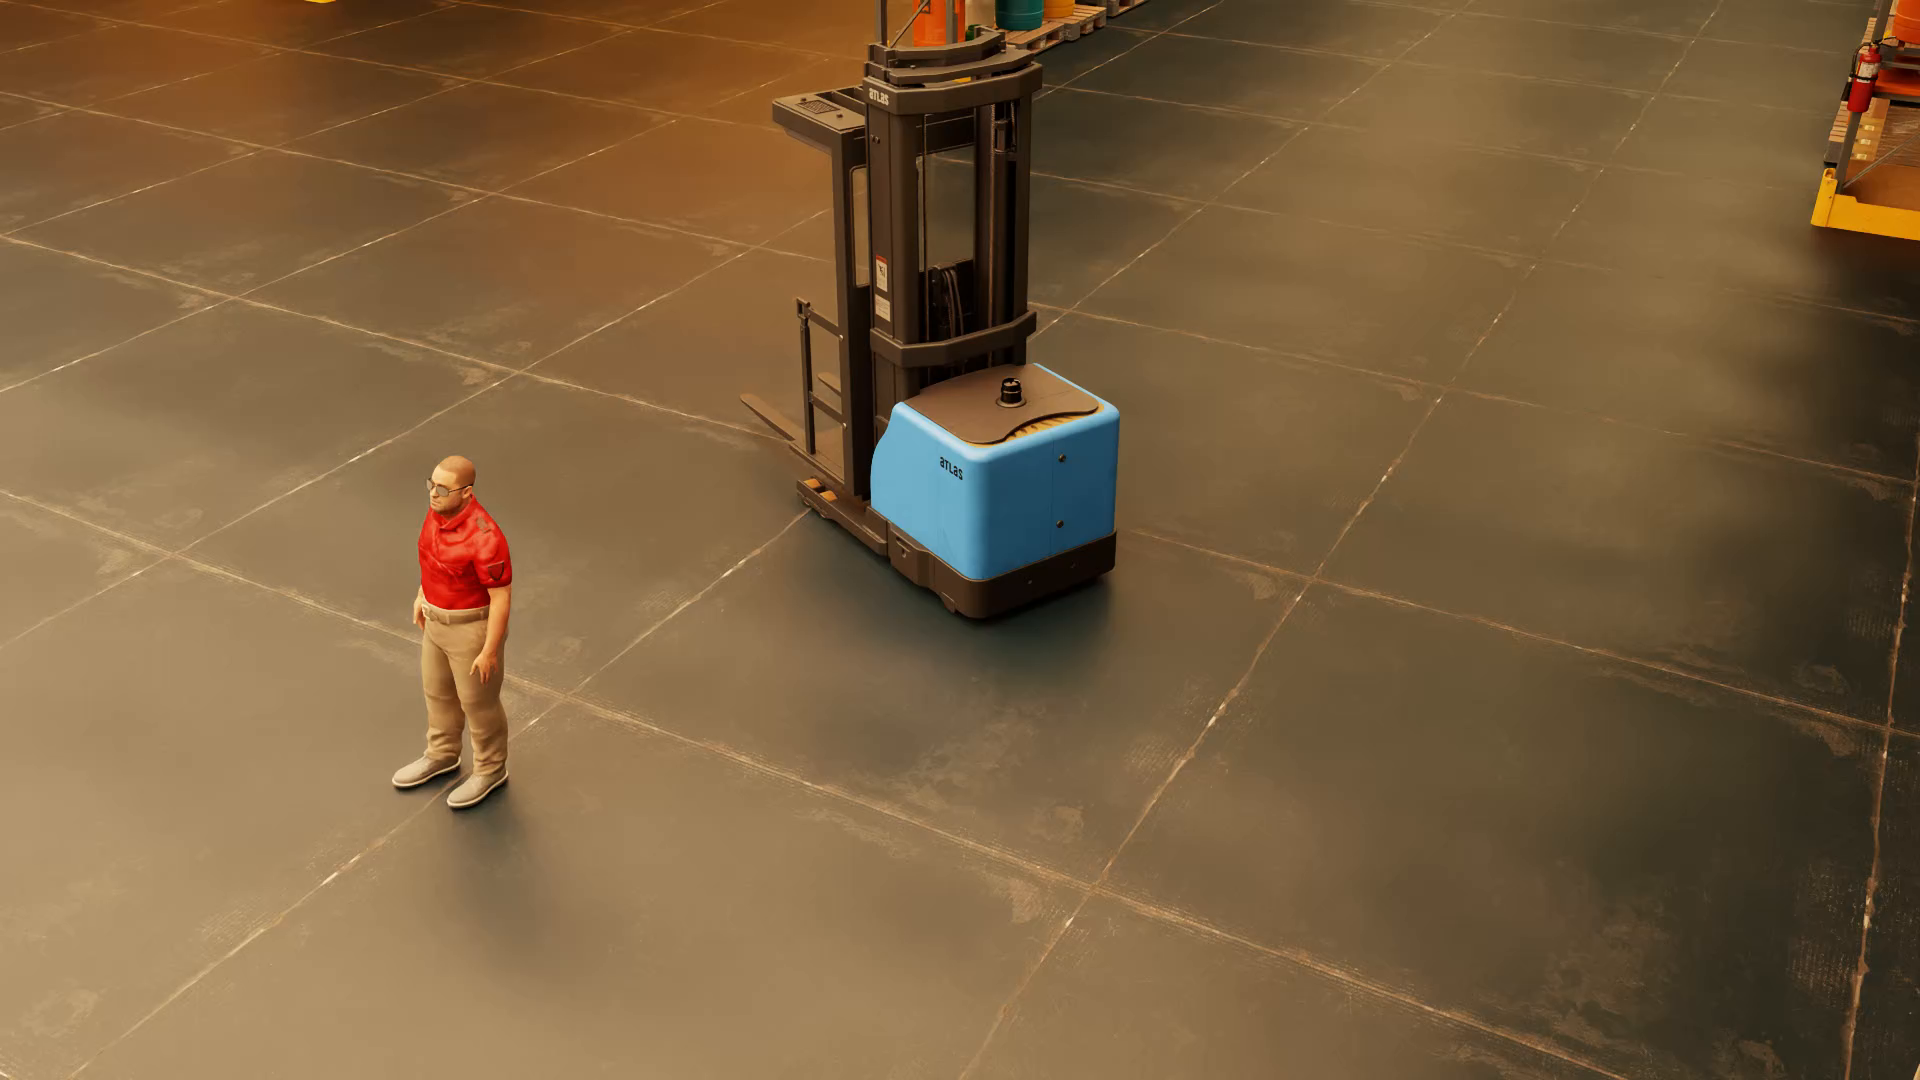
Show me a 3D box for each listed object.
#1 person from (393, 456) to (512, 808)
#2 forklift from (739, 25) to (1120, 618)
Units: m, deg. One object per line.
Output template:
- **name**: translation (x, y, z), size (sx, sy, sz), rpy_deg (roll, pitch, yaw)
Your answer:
- **person**: translation (-2.323, 0.431, 7.514), size (0.551, 1.727, 0.640), rpy_deg (-26, 39, -37)
- **forklift**: translation (-0.357, -1.527, 9.716), size (1.130, 2.935, 3.031), rpy_deg (-19, 35, -30)
